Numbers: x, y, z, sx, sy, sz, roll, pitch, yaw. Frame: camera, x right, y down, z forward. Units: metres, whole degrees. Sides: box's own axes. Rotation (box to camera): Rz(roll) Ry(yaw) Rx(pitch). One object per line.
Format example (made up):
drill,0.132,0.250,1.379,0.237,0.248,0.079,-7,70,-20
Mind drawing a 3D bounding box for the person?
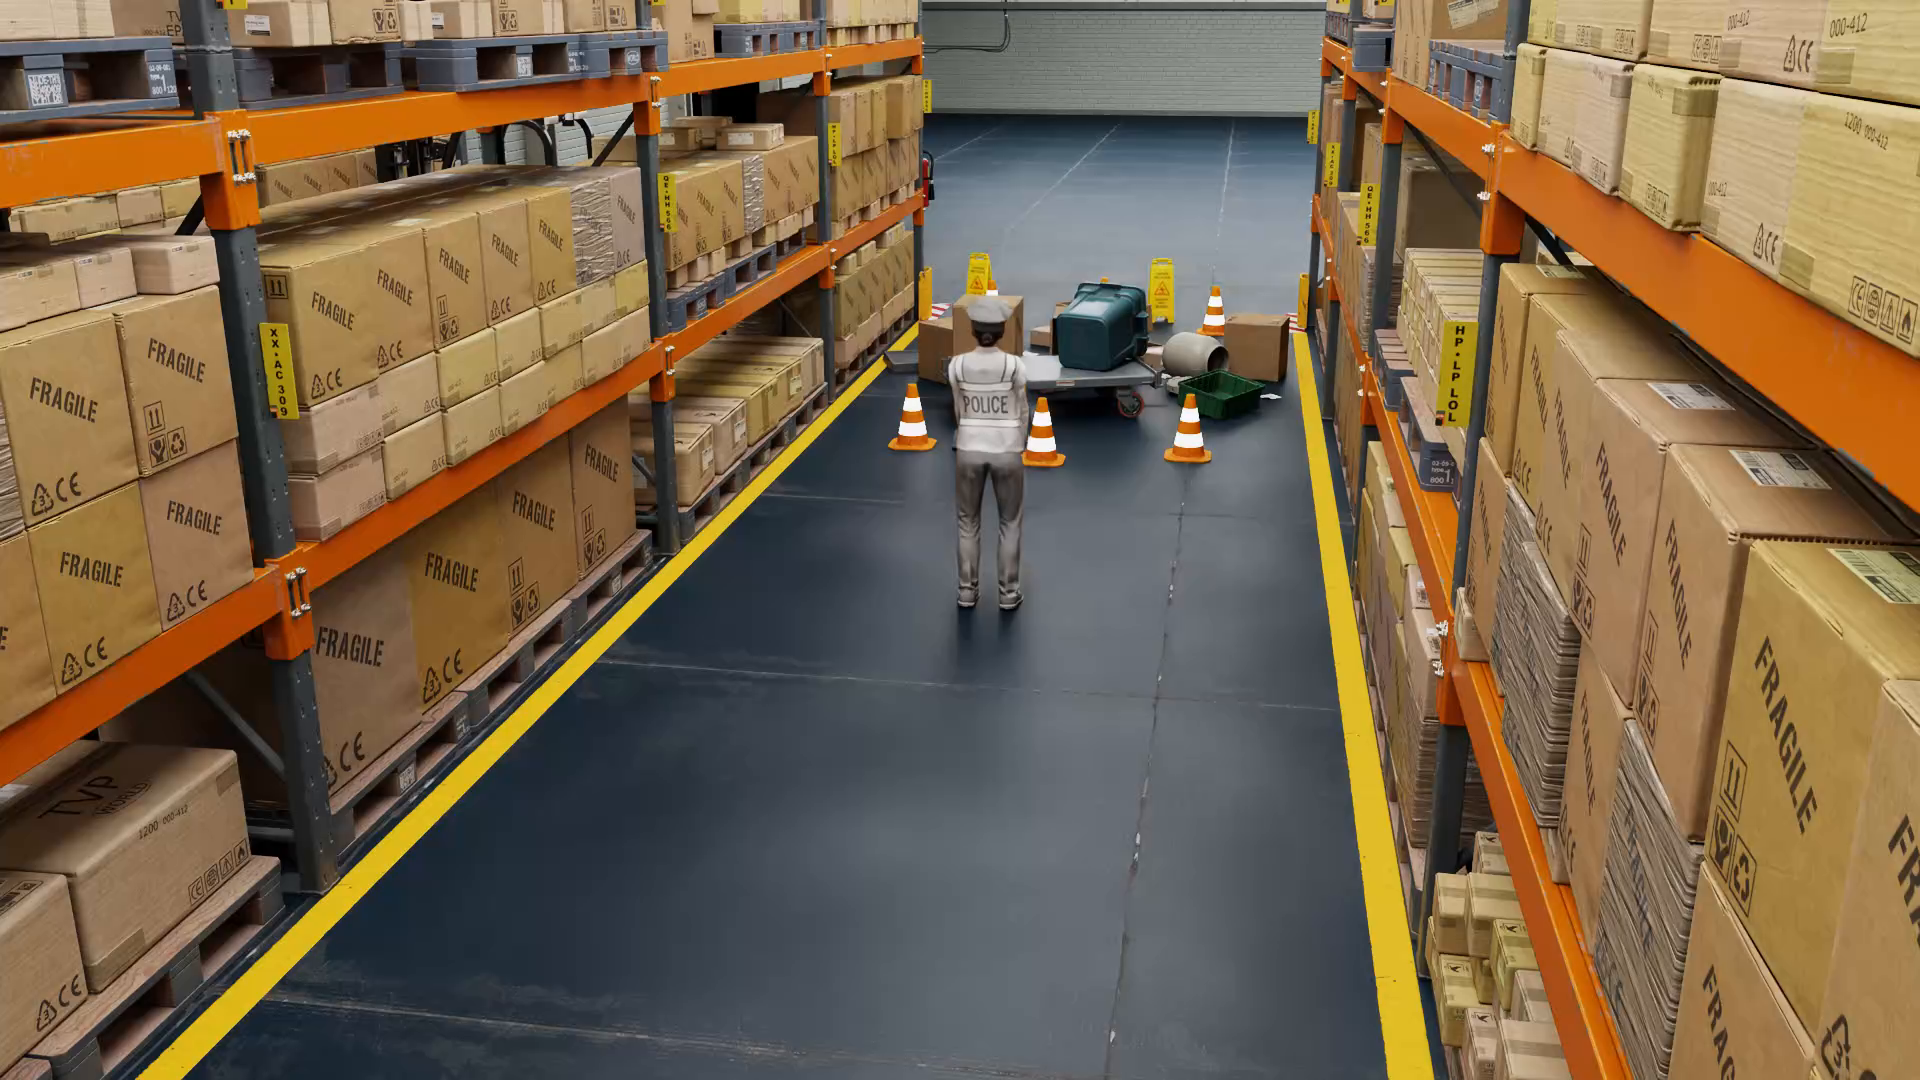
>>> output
person,0.158,-0.472,8.989,0.416,1.684,0.530,3,18,8
